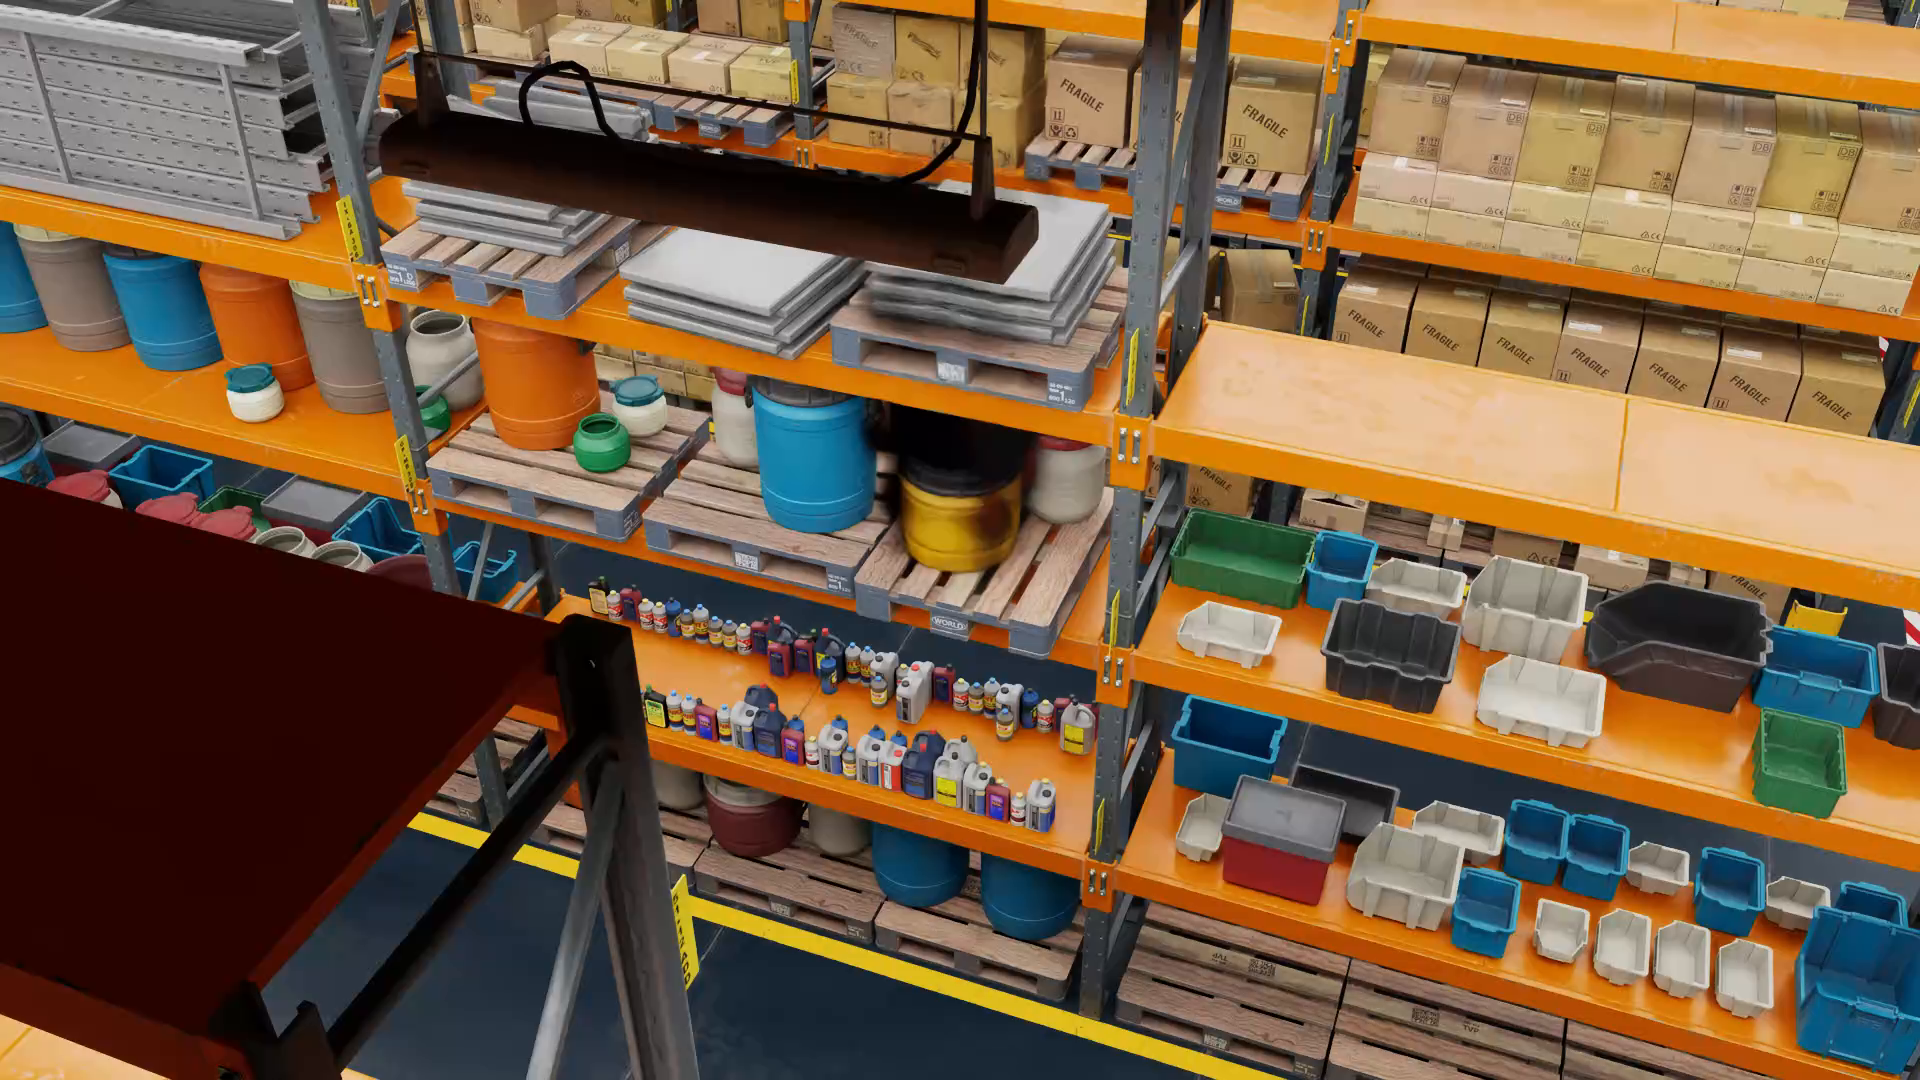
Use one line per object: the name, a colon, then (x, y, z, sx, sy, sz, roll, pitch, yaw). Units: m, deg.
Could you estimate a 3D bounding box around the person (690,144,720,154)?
person: (-2.474, -3.353, 16.572, 0.869, 1.683, 0.568, 10, 38, 14)
